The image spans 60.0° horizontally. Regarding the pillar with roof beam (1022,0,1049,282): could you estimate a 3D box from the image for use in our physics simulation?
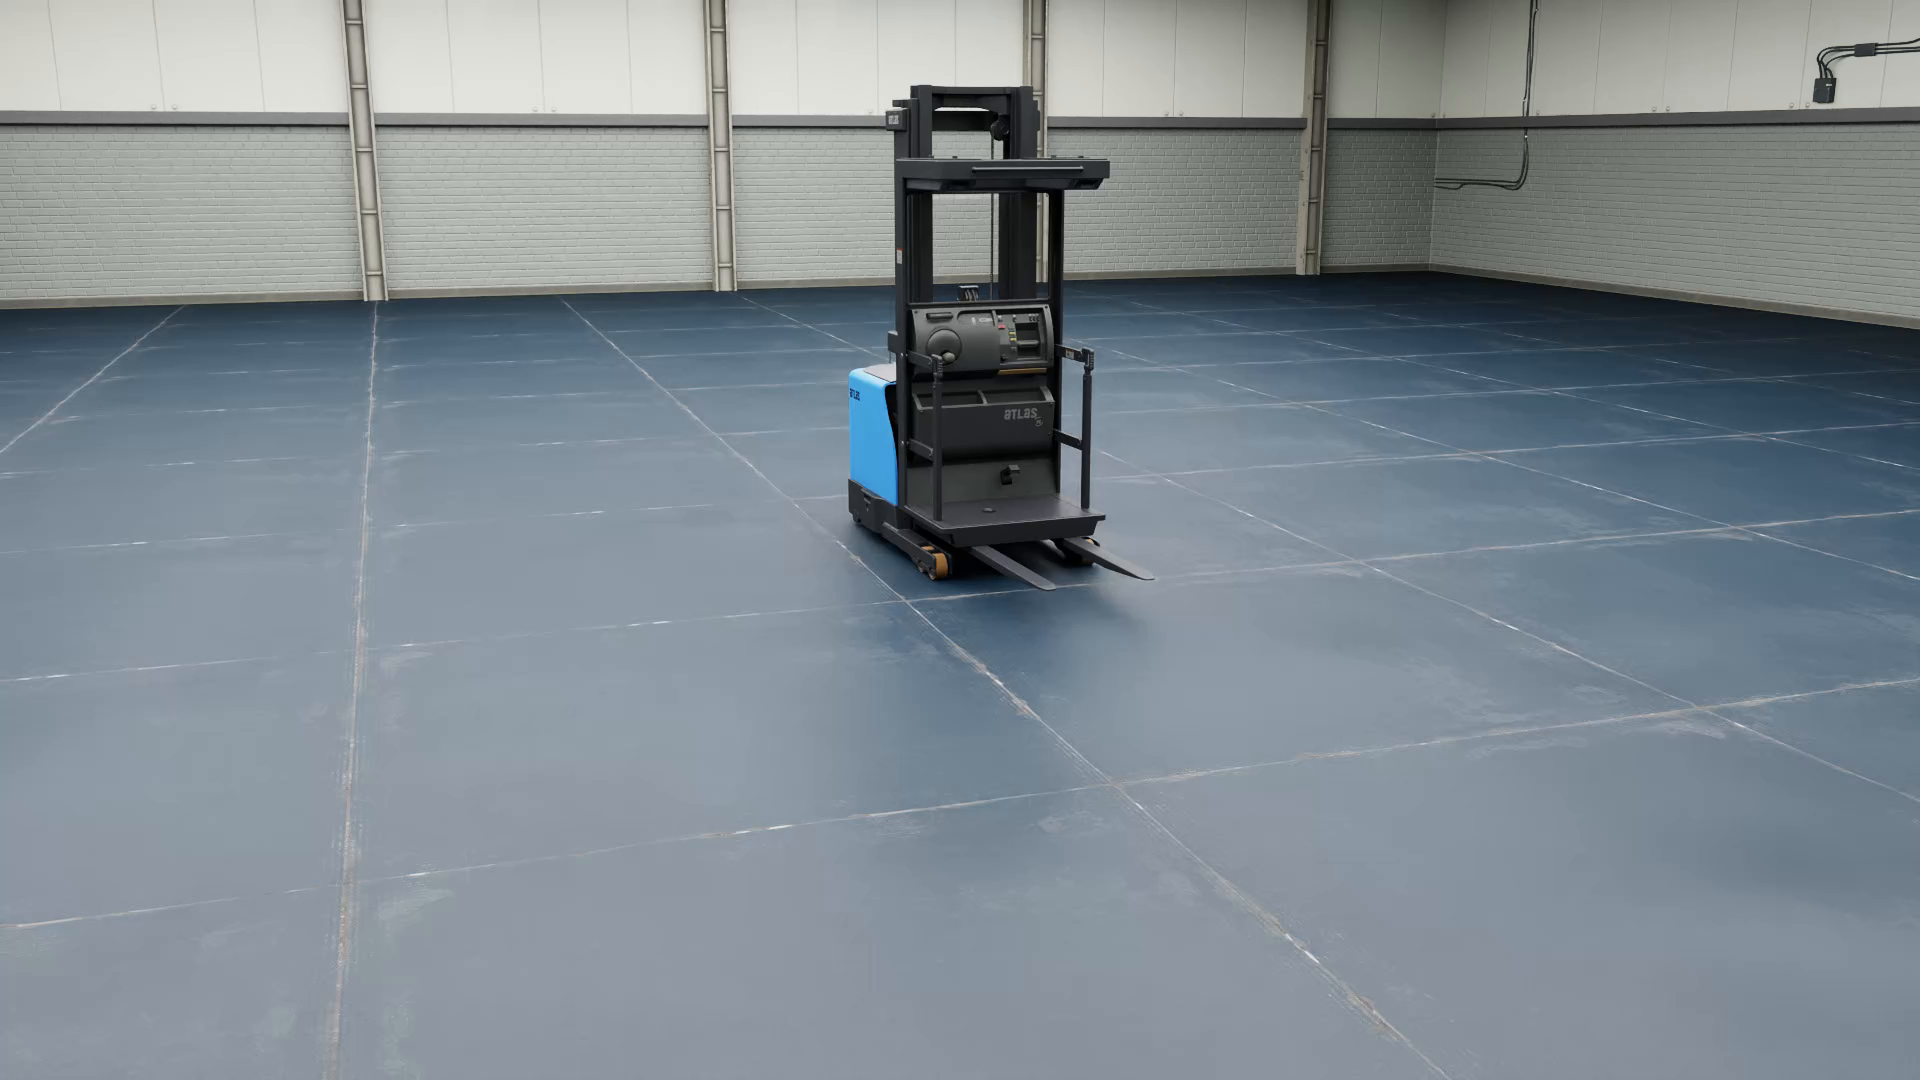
[{"bbox_3d":[2.784,-8.420,27.093,0.400,9.000,9.100,-4,14,-18],"label":"pillar with roof beam"}]

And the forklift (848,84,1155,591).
[{"bbox_3d":[0.227,-1.292,10.240,1.130,2.935,3.031,-5,14,-21],"label":"forklift"}]

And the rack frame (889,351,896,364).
[{"bbox_3d":[-0.458,-0.800,11.914,0.006,1.200,0.240,-6,14,-22],"label":"rack frame"}]

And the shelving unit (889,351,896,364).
[{"bbox_3d":[-0.374,-0.808,11.949,0.189,1.200,0.258,-6,14,-22],"label":"shelving unit"}]

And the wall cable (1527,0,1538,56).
[{"bbox_3d":[11.174,-10.087,29.900,0.112,2.526,3.097,-4,14,-18],"label":"wall cable"}]

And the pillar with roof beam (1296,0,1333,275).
[{"bbox_3d":[8.471,-8.862,28.955,0.400,9.000,9.100,-4,14,-18],"label":"pillar with roof beam"}]

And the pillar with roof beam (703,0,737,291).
[{"bbox_3d":[-2.903,-7.977,25.231,0.400,9.000,9.100,-4,14,-18],"label":"pillar with roof beam"}]

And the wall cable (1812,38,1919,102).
[{"bbox_3d":[13.324,-9.305,23.467,0.169,6.003,2.305,-4,14,-18],"label":"wall cable"}]

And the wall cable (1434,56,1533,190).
[{"bbox_3d":[10.312,-8.223,32.978,0.112,2.526,3.097,-4,14,-18],"label":"wall cable"}]

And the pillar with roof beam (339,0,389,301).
[{"bbox_3d":[-8.589,-7.534,23.370,0.400,9.000,9.100,-4,14,-18],"label":"pillar with roof beam"}]
